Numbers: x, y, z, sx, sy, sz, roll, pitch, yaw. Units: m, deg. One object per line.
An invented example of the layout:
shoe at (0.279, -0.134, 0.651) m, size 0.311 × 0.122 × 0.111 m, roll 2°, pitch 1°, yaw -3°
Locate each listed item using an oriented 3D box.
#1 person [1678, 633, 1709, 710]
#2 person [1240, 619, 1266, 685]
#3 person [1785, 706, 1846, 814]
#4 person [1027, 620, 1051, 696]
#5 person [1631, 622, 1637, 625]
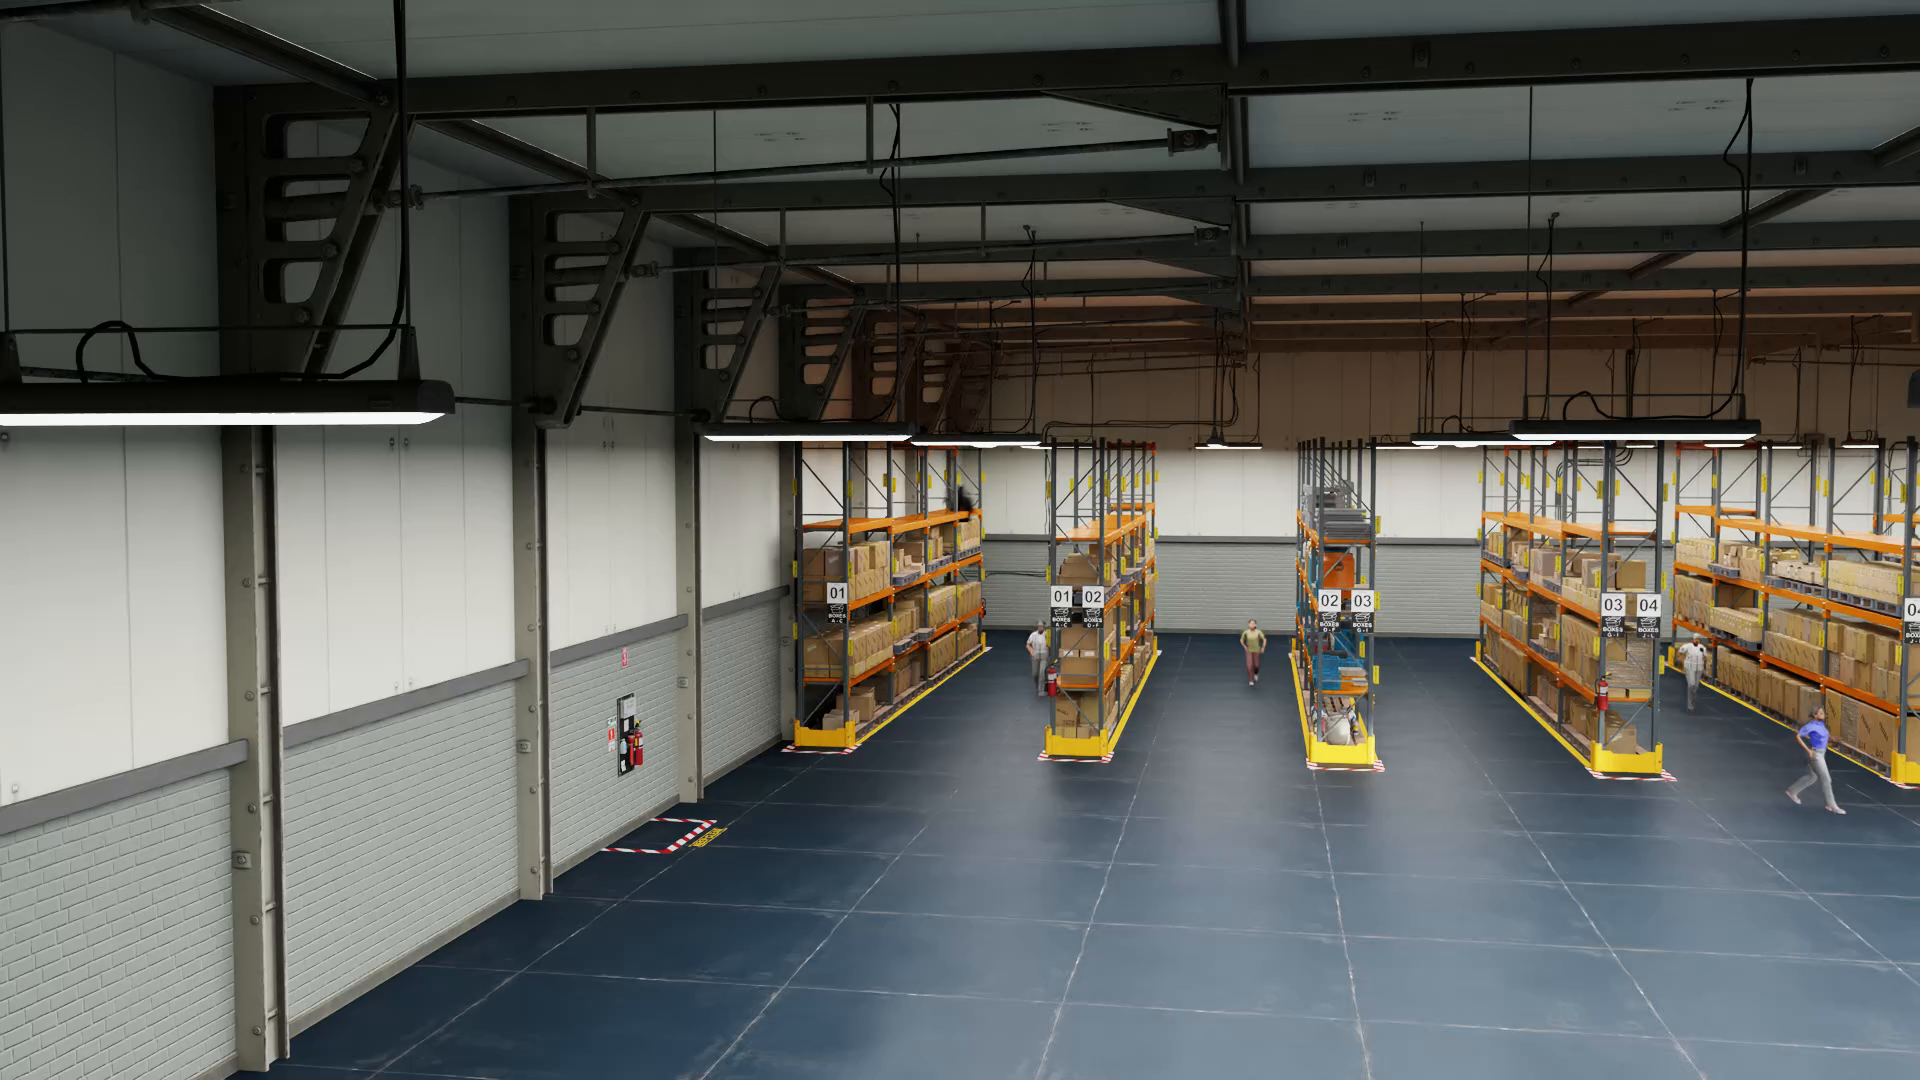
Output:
person at (16.400, 2.940, 37.154) m, size 0.584 × 1.728 × 0.752 m, roll 0°, pitch 3°, yaw 2°
person at (7.187, 2.747, 40.816) m, size 0.625 × 1.624 × 0.577 m, roll 1°, pitch 3°, yaw 11°
person at (13.628, 3.476, 26.479) m, size 0.932 × 1.642 × 0.571 m, roll 3°, pitch 4°, yaw 41°
person at (1.920, 2.776, 39.306) m, size 0.690 × 1.770 × 0.726 m, roll 0°, pitch 3°, yaw 8°
person at (18.619, 2.470, 45.507) m, size 0.524 × 1.722 × 0.767 m, roll -1°, pitch 3°, yaw -11°
